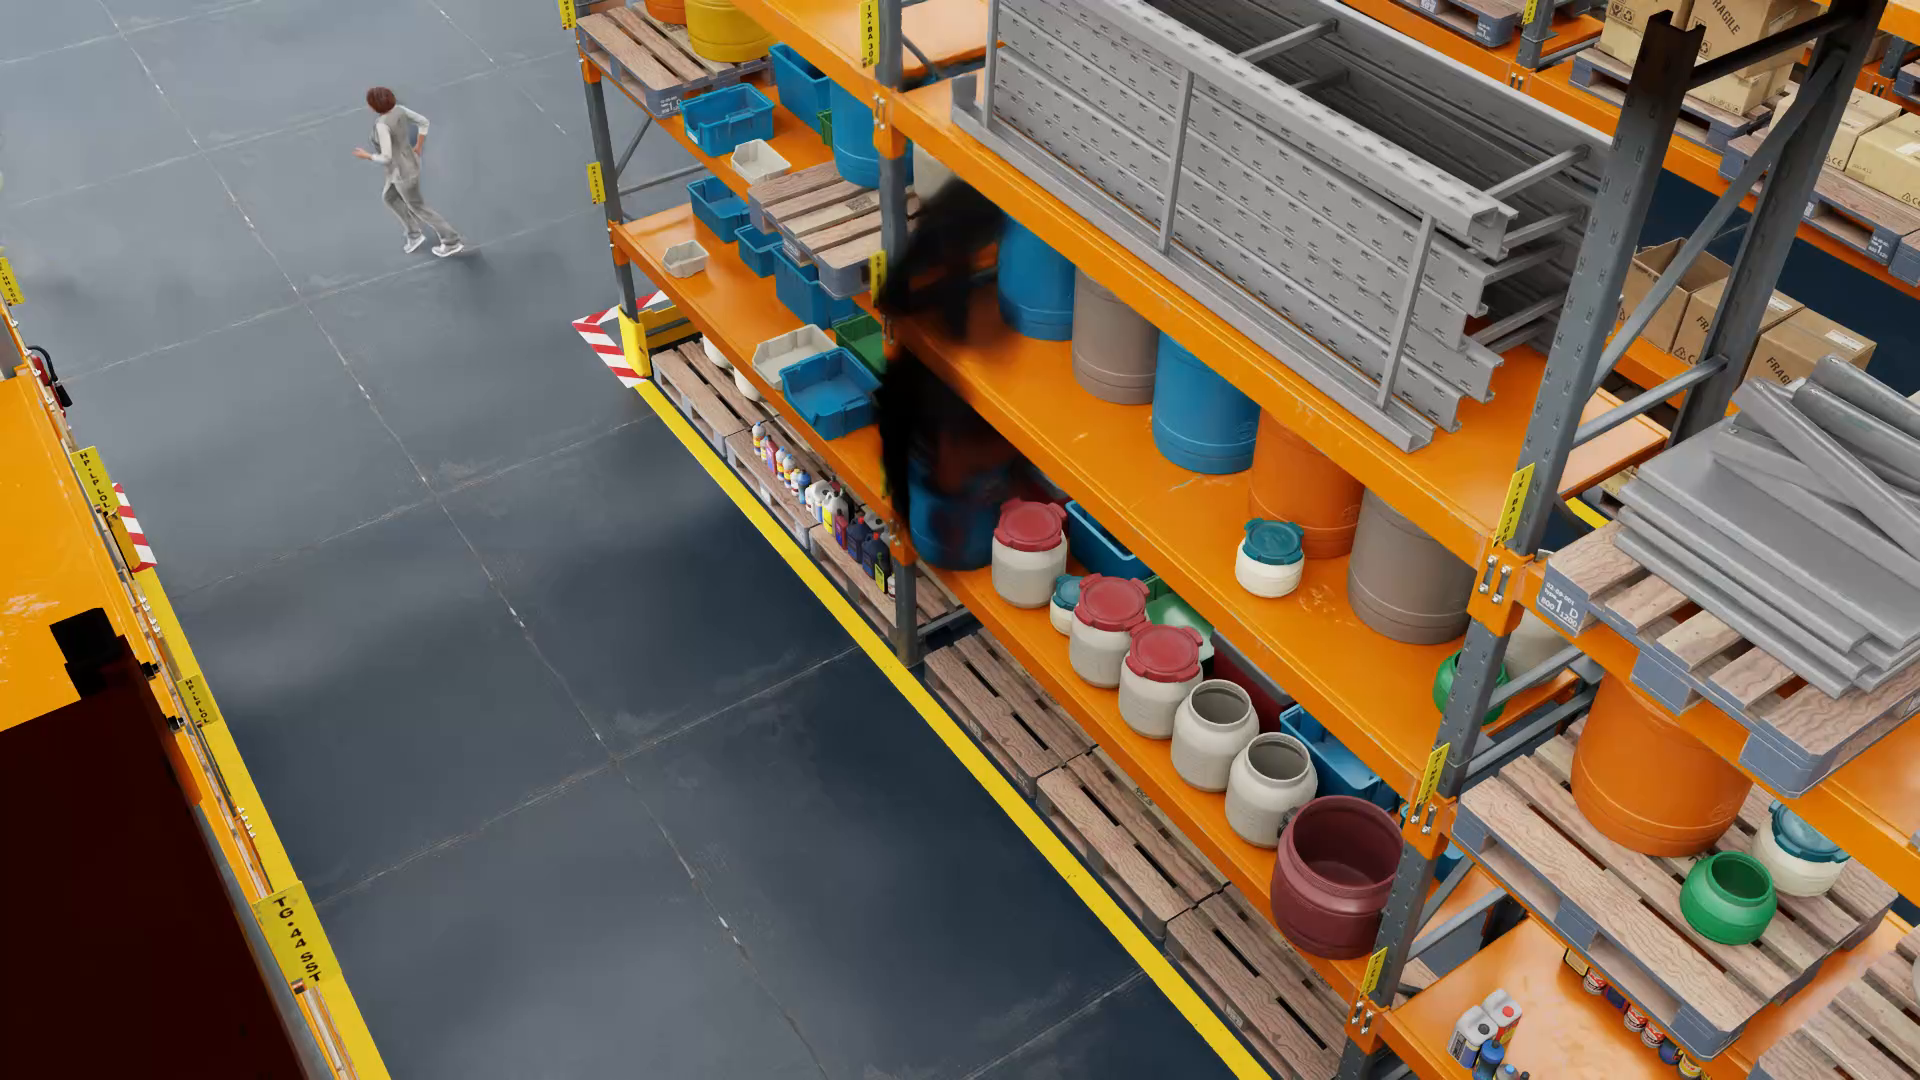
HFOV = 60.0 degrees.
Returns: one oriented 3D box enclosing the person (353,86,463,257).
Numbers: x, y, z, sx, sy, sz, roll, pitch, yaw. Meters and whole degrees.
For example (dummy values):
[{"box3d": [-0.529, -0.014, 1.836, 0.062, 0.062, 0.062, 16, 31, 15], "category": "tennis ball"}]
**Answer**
[{"box3d": [-4.642, -3.042, 13.893, 0.712, 1.622, 0.525, -1, 43, -1], "category": "person"}]
